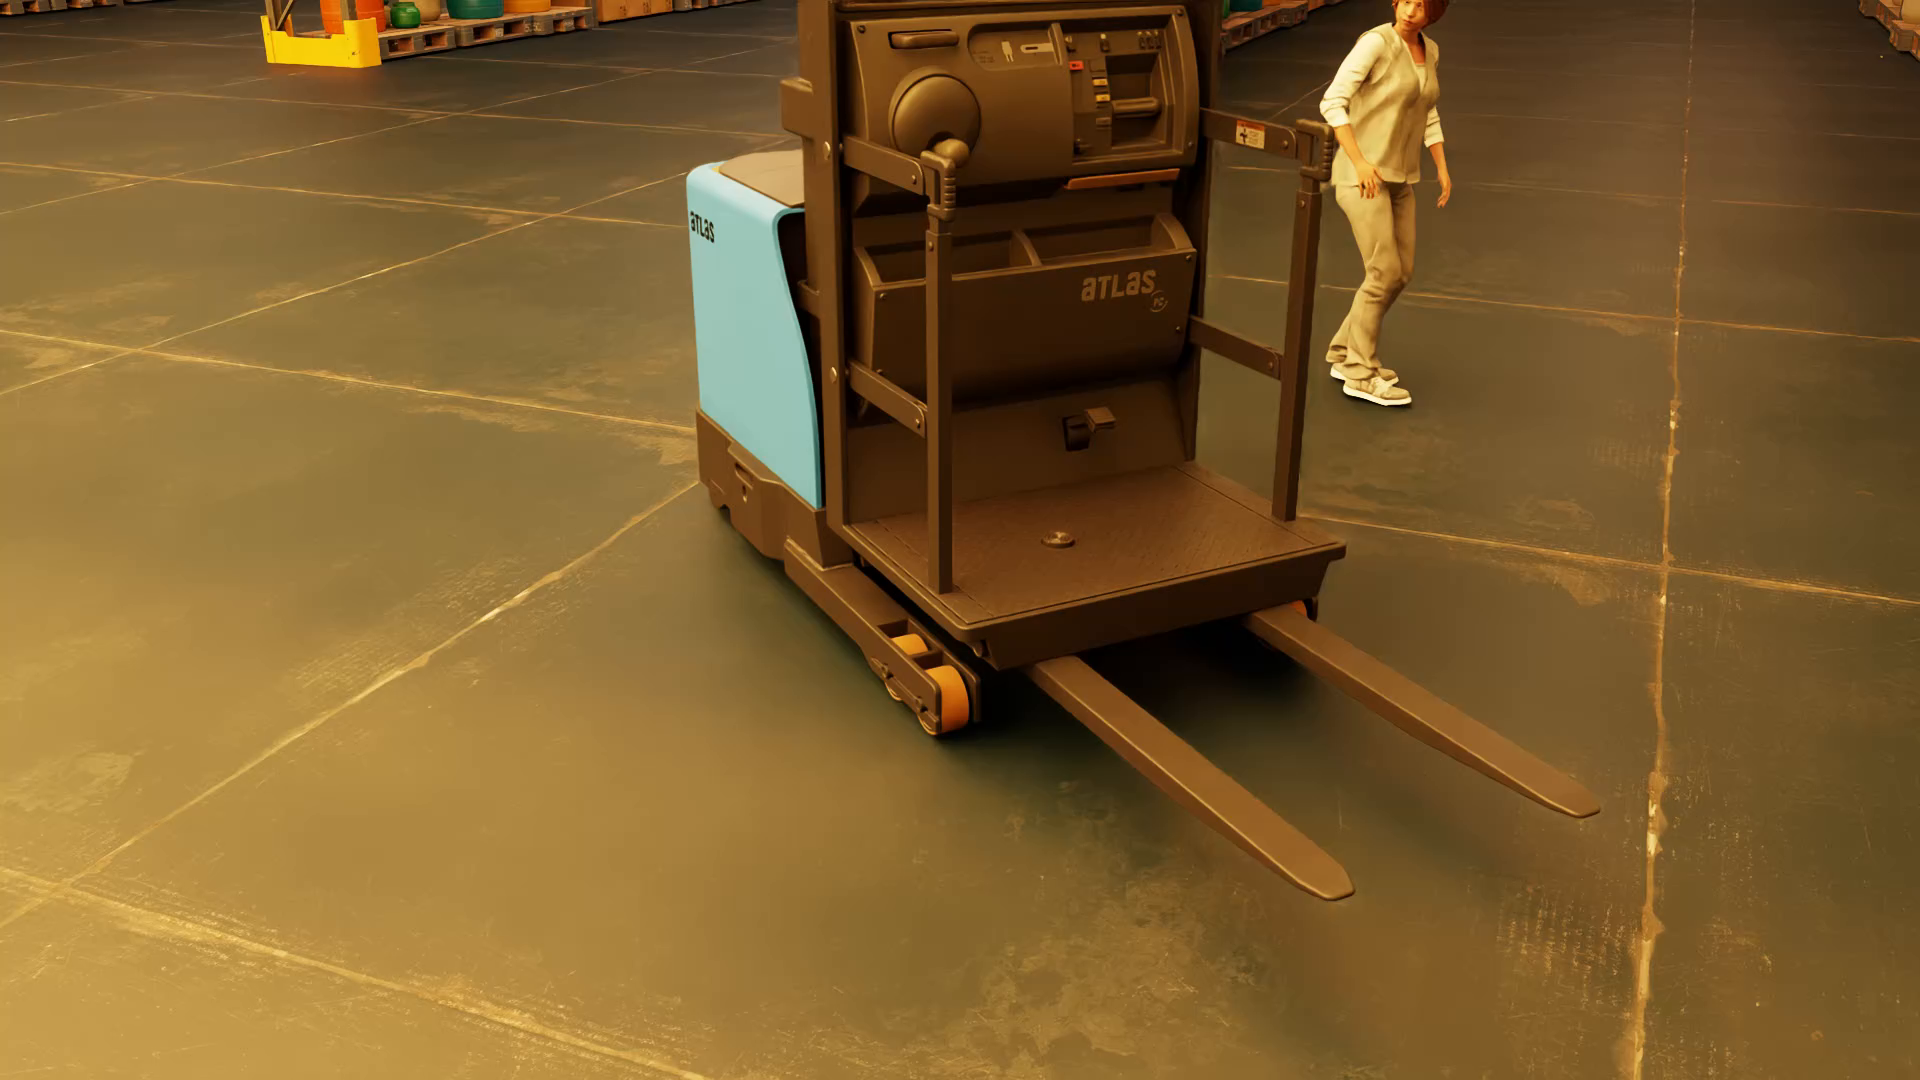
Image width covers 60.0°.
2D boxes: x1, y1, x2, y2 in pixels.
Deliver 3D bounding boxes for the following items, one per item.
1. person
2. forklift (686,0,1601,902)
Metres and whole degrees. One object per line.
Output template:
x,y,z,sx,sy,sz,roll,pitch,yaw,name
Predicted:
1.634,-1.317,6.219,0.447,1.573,0.608,20,30,39,person
0.274,-1.081,3.879,1.130,2.935,3.031,-11,25,-25,forklift
